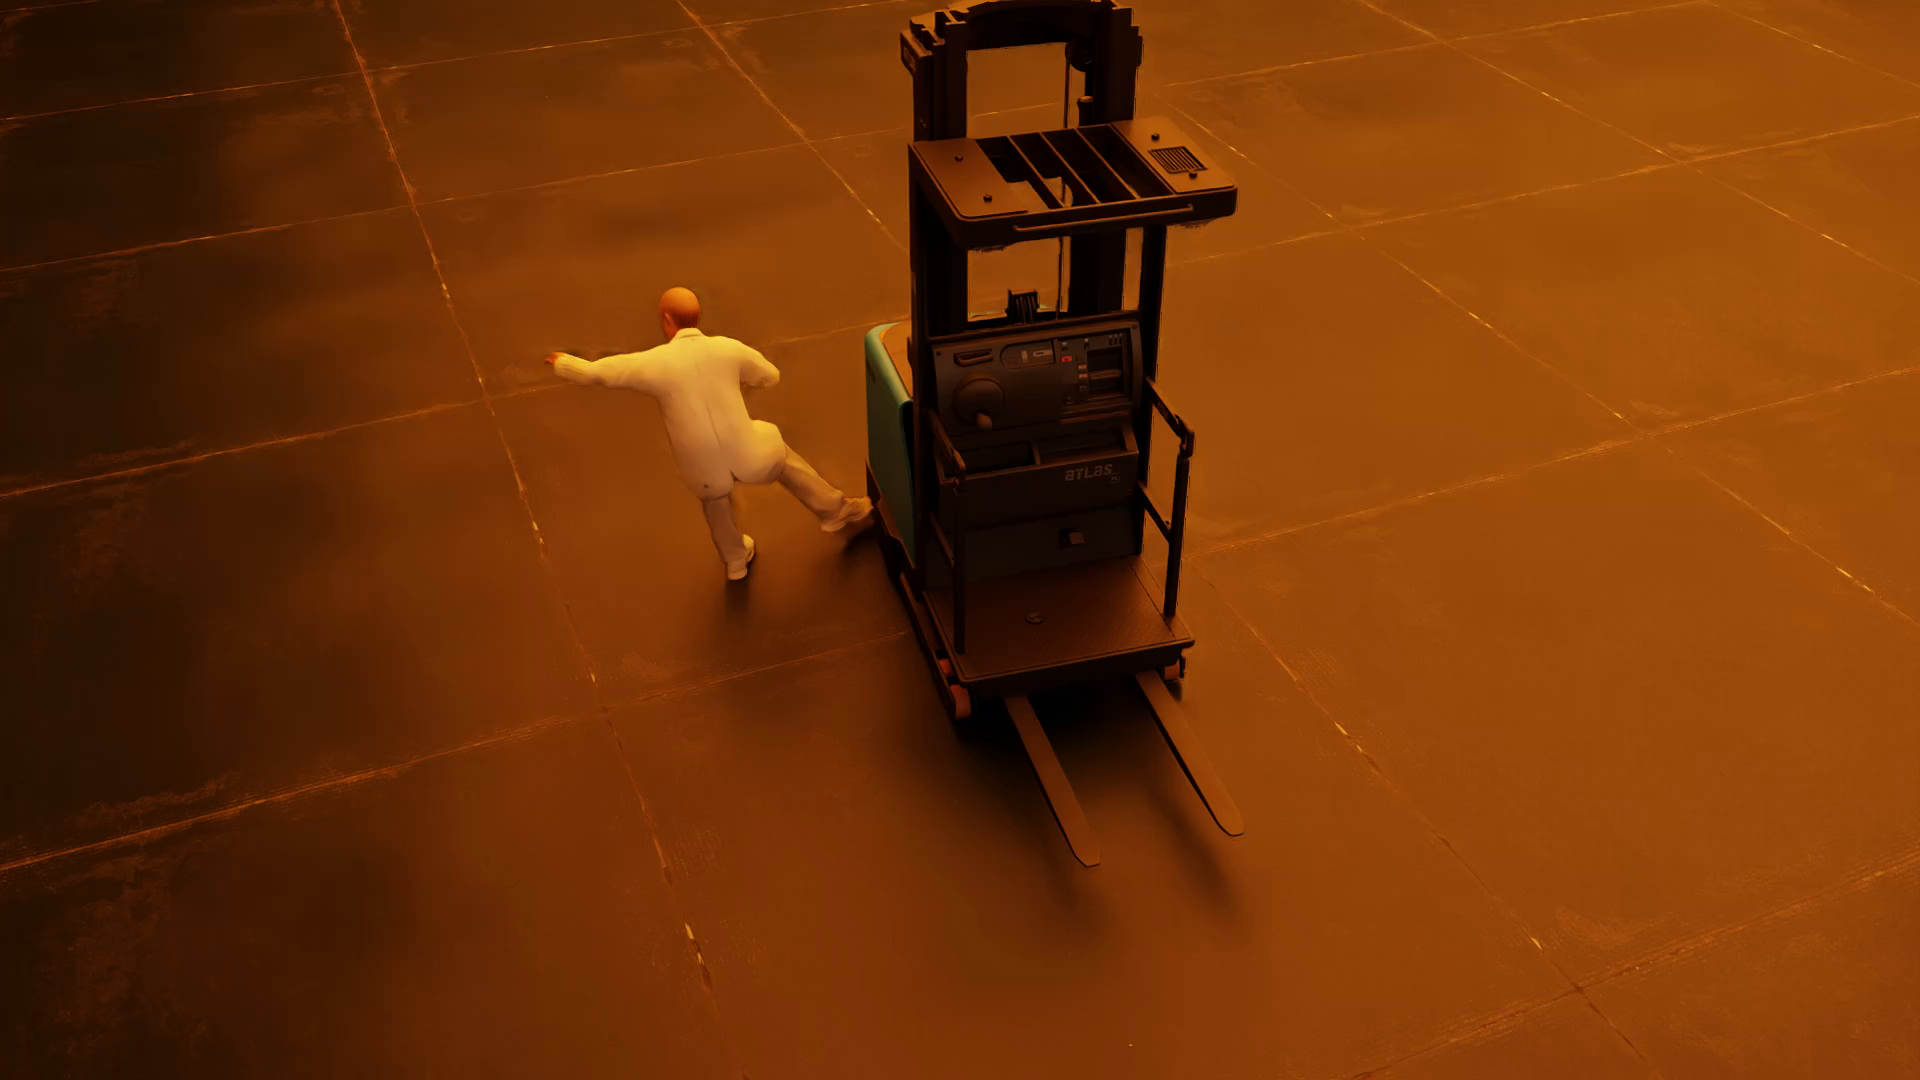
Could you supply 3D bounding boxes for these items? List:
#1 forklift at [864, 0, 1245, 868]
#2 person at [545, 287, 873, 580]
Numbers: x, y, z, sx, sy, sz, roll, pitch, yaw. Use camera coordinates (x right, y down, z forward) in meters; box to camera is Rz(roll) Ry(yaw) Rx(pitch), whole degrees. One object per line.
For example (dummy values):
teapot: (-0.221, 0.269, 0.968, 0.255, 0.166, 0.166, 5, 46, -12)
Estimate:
forklift: (0.400, -0.639, 6.998, 1.130, 2.935, 3.031, -9, 36, -13)
person: (-1.163, -0.593, 8.141, 1.489, 1.494, 0.860, -15, 38, -20)
